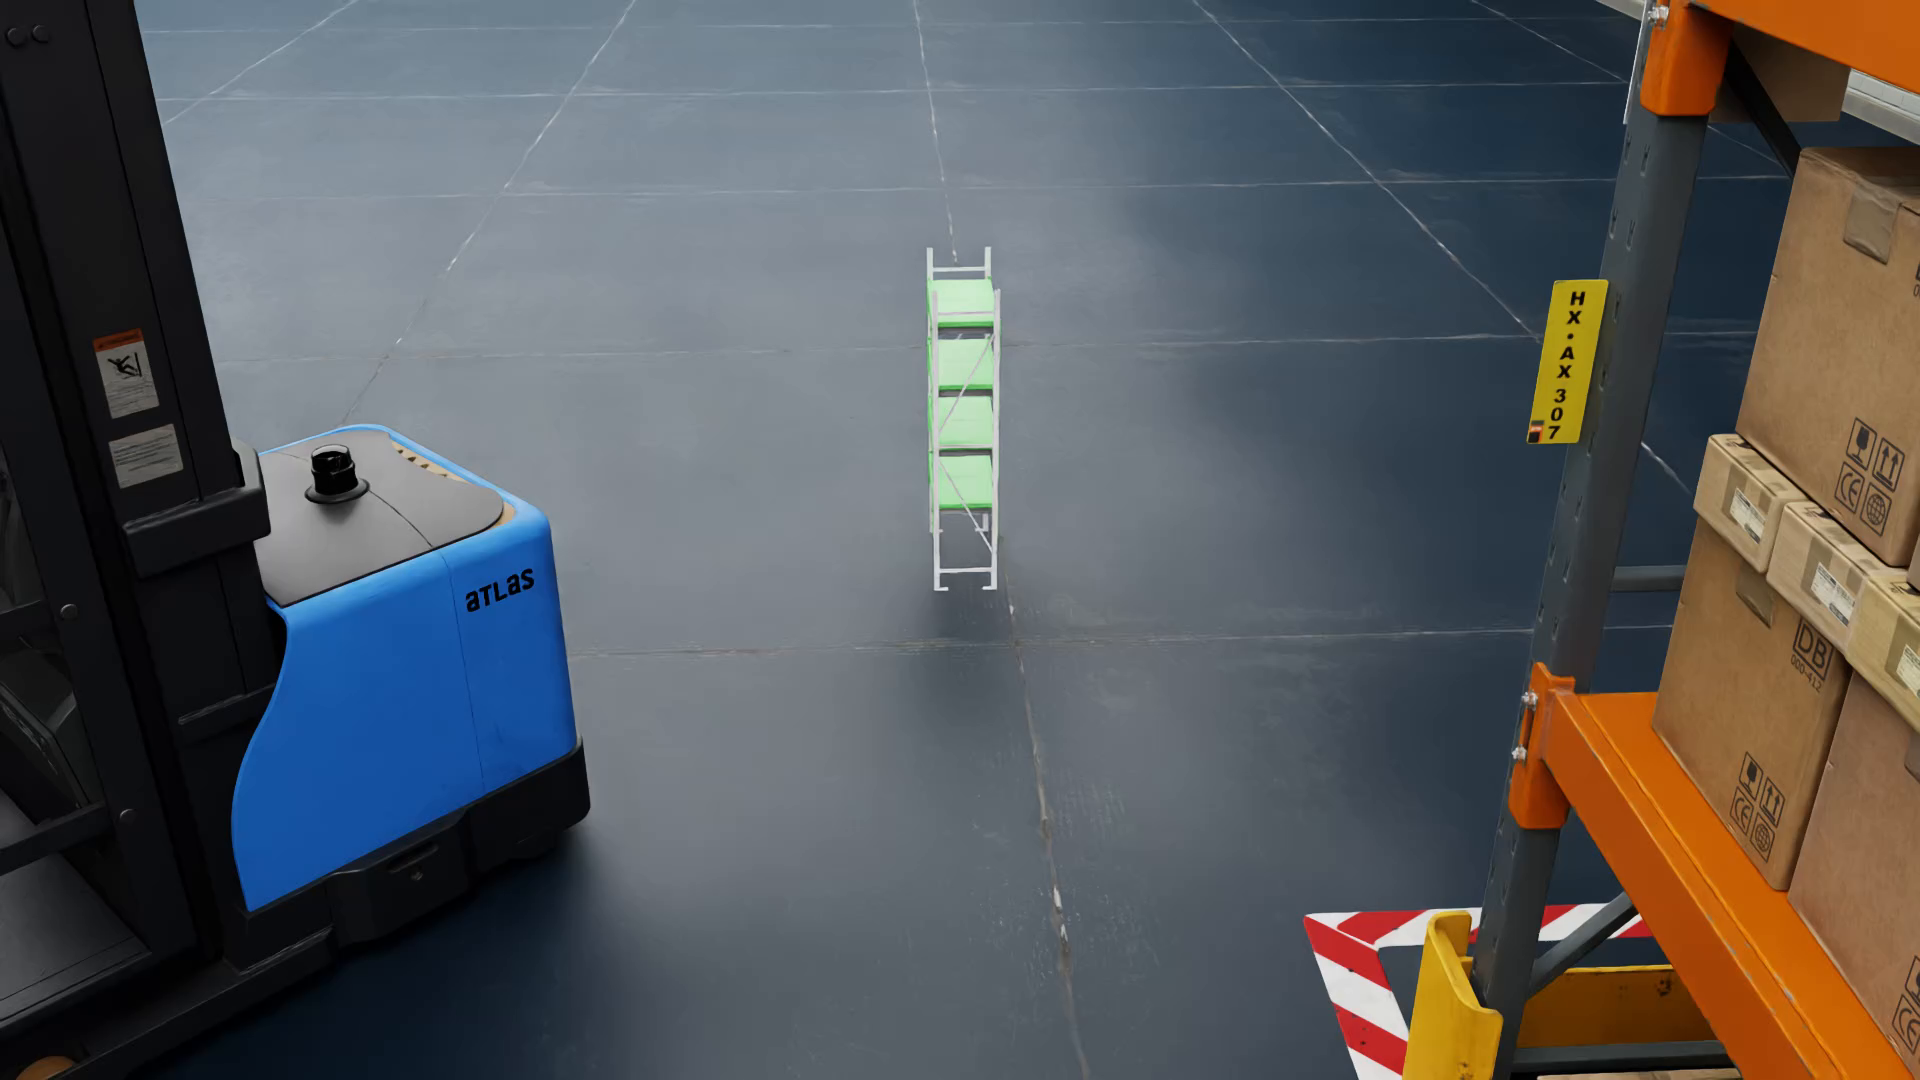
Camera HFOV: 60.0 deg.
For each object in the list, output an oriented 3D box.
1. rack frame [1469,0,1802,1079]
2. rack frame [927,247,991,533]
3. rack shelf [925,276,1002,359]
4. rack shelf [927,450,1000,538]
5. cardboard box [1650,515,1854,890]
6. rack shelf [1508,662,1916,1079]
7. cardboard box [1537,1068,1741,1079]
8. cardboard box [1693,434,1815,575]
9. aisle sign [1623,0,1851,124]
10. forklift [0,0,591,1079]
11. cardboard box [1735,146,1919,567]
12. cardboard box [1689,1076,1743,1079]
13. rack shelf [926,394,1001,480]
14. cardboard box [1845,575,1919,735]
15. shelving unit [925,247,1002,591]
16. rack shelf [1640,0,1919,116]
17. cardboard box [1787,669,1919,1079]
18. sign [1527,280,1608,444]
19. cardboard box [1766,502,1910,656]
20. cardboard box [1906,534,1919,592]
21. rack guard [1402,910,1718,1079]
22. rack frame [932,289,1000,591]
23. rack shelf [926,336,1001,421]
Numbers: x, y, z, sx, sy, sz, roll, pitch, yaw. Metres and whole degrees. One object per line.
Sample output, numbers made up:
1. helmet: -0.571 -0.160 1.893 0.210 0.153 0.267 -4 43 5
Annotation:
1. rack frame: 1.696 0.077 3.358 0.949 2.616 0.053 -1 28 -3
2. rack frame: -0.004 -0.568 6.542 0.240 1.200 0.015 -1 28 -3
3. rack shelf: 0.009 -0.824 6.134 0.258 0.148 0.480 -1 28 -3
4. rack shelf: 0.009 -0.186 6.466 0.258 0.148 0.480 -1 28 -3
5. cardboard box: 1.704 0.249 2.921 0.700 0.500 0.500 -1 28 -3
6. rack shelf: 1.797 1.320 1.753 1.077 0.370 4.000 -1 28 -3
7. cardboard box: 1.498 1.363 3.411 0.500 0.250 0.500 -1 28 -3
8. cardboard box: 1.498 -0.068 2.827 0.380 0.149 0.250 -2 28 -3
9. aisle sign: 1.383 -1.098 2.801 0.394 0.787 0.004 -1 28 -3
10. forklift: -2.498 -0.081 3.736 1.130 2.935 3.031 24 36 38
11. cardboard box: 1.707 -0.302 2.574 0.700 0.500 0.500 -1 28 -2
12. cardboard box: 1.526 1.262 2.795 0.500 0.500 0.500 -1 28 -3
13. rack shelf: 0.009 -0.399 6.356 0.258 0.148 0.480 -1 28 -3
14. cardboard box: 1.526 0.169 2.373 0.380 0.149 0.250 -1 28 -2
15. shelving unit: 0.009 -0.456 6.326 0.258 1.200 0.503 -1 28 -3
16. rack shelf: 1.797 -0.010 1.060 1.077 0.370 4.000 -1 28 -3
17. cardboard box: 1.736 0.491 2.456 0.700 0.500 0.500 -1 28 -1
18. sign: 1.138 -0.331 3.119 0.100 0.325 0.005 -1 28 -3
19. cardboard box: 1.514 0.054 2.594 0.380 0.149 0.250 -2 28 -4
20. cardboard box: 1.740 -0.059 2.109 0.700 0.500 0.500 -2 28 -4
21. rack guard: 1.691 1.175 3.957 1.175 0.500 0.348 -1 28 -3
22. rack frame: 0.021 -0.343 6.110 0.240 1.200 0.015 -1 28 -3
23. rack shelf: 0.009 -0.612 6.245 0.258 0.148 0.480 -1 28 -3
